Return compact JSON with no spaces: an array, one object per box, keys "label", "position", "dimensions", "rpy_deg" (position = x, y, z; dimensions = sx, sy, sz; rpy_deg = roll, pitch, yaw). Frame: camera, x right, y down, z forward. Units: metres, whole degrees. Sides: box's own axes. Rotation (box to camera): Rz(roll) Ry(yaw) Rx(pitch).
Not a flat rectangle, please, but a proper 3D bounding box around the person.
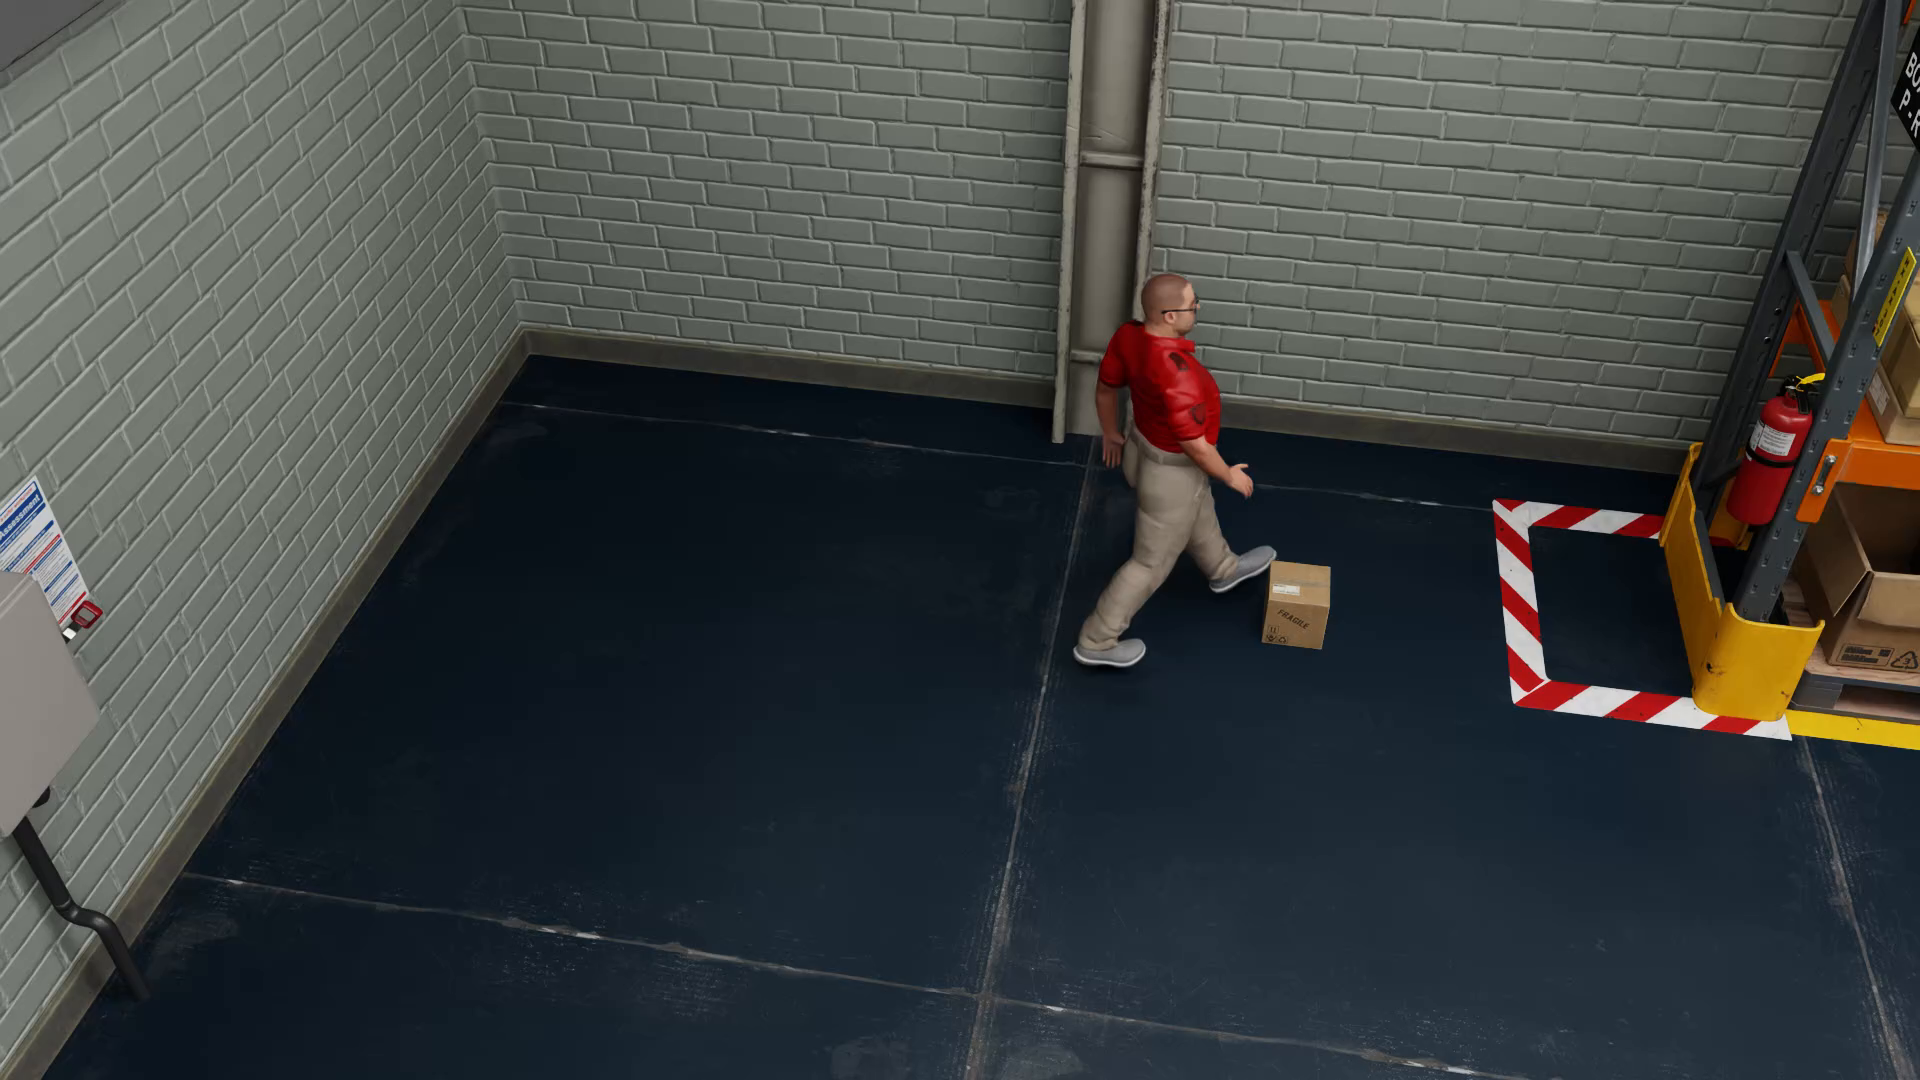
[{"label":"person","position":[0.907,-0.323,6.575],"dimensions":[1.046,1.666,0.625],"rpy_deg":[-11,42,-13]}]
